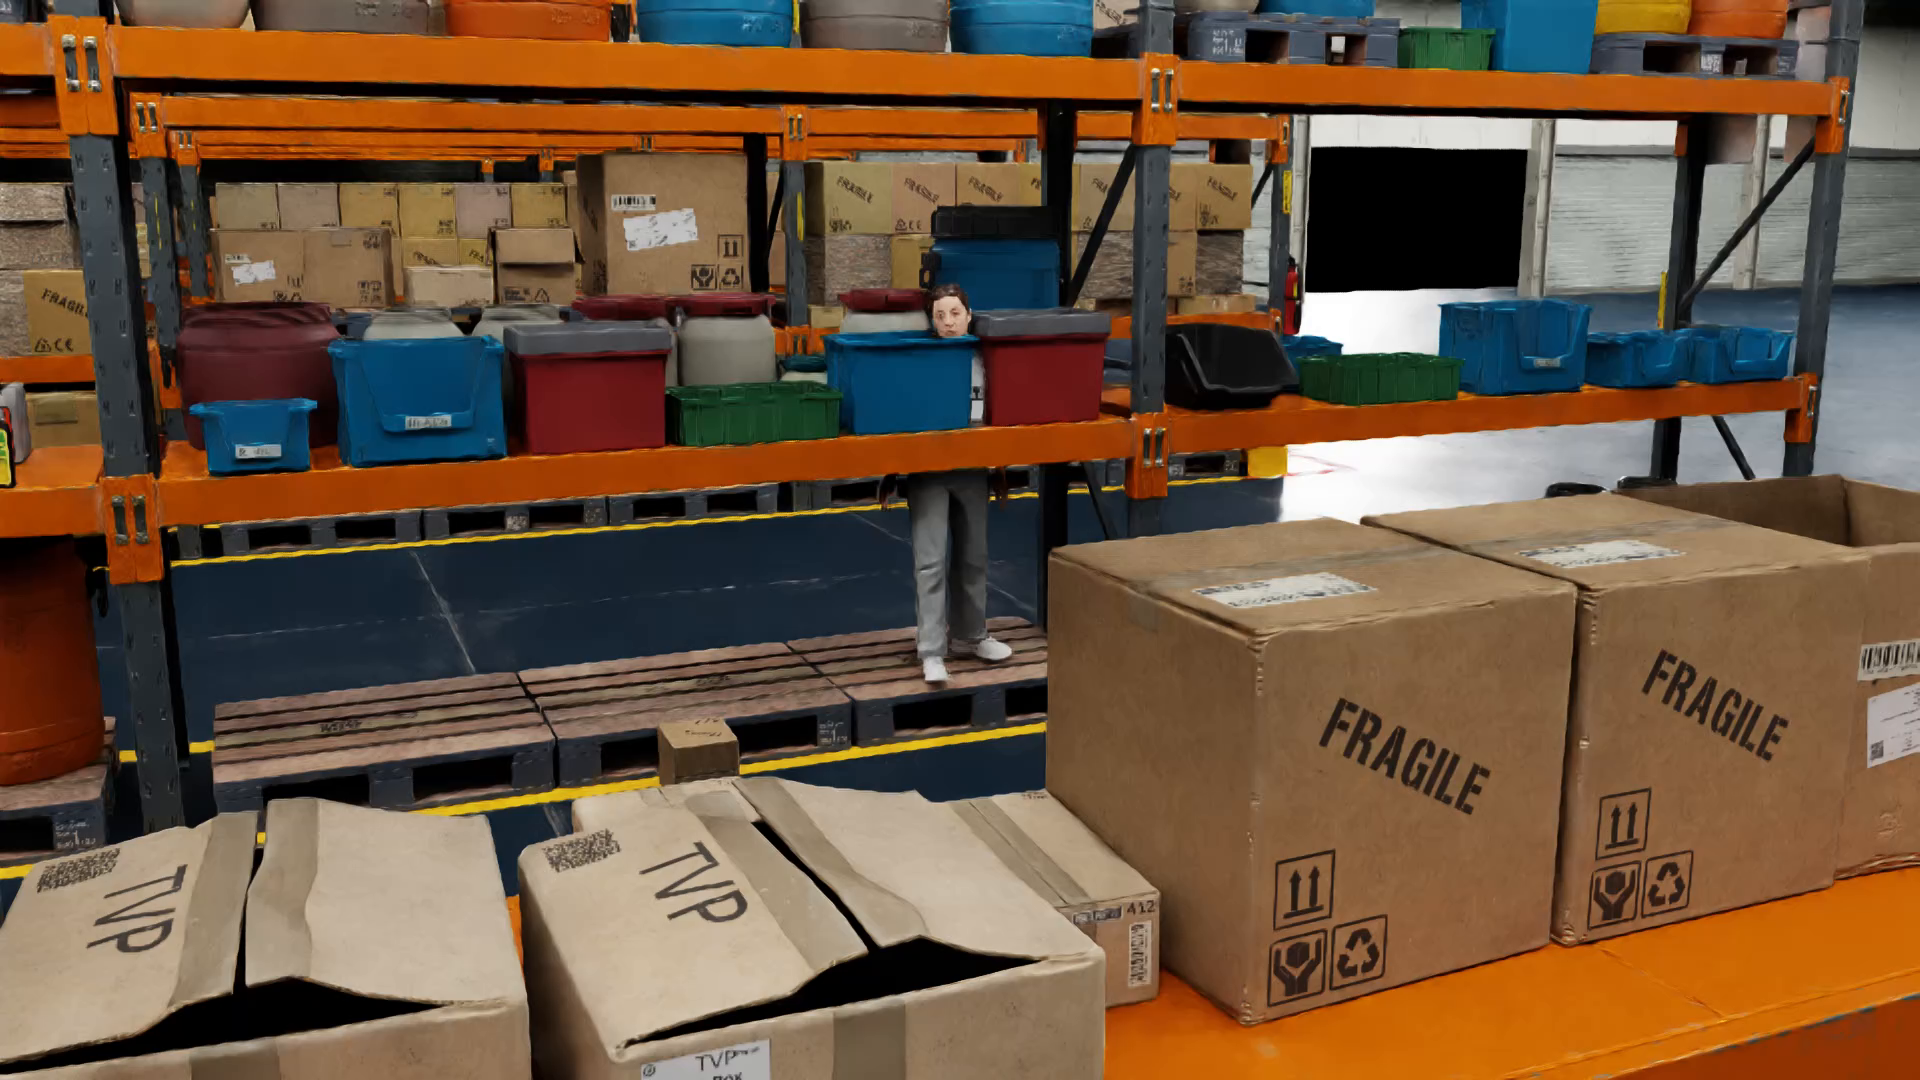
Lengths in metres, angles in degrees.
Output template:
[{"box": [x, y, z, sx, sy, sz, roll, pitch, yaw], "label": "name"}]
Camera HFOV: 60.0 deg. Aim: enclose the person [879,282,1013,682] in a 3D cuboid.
[{"box": [-0.045, -0.254, 7.081, 0.612, 1.667, 0.568, -3, 13, -15], "label": "person"}]
